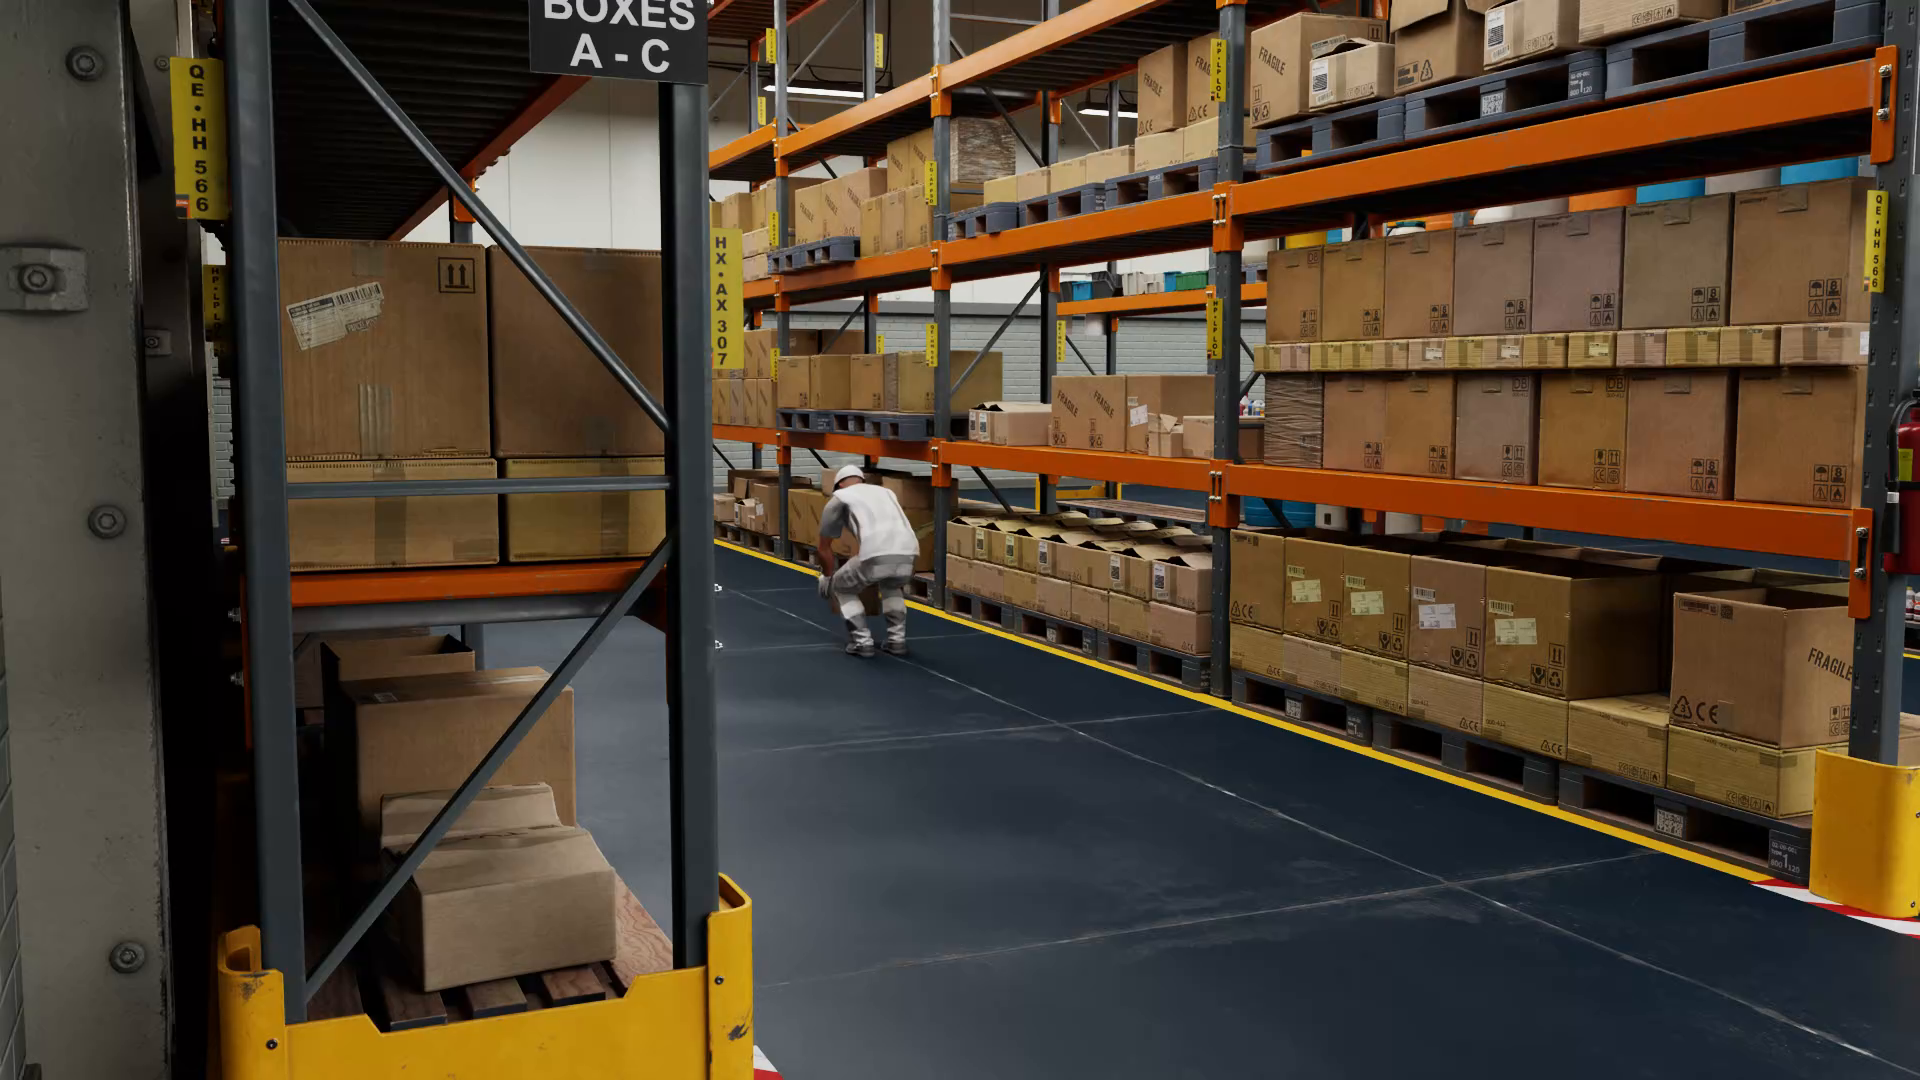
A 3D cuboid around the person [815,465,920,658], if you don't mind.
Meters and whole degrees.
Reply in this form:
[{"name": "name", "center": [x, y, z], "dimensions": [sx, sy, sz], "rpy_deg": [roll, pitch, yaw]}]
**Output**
[{"name": "person", "center": [-0.602, 0.131, 10.786], "dimensions": [0.581, 1.212, 0.839], "rpy_deg": [-2, 6, -24]}]
